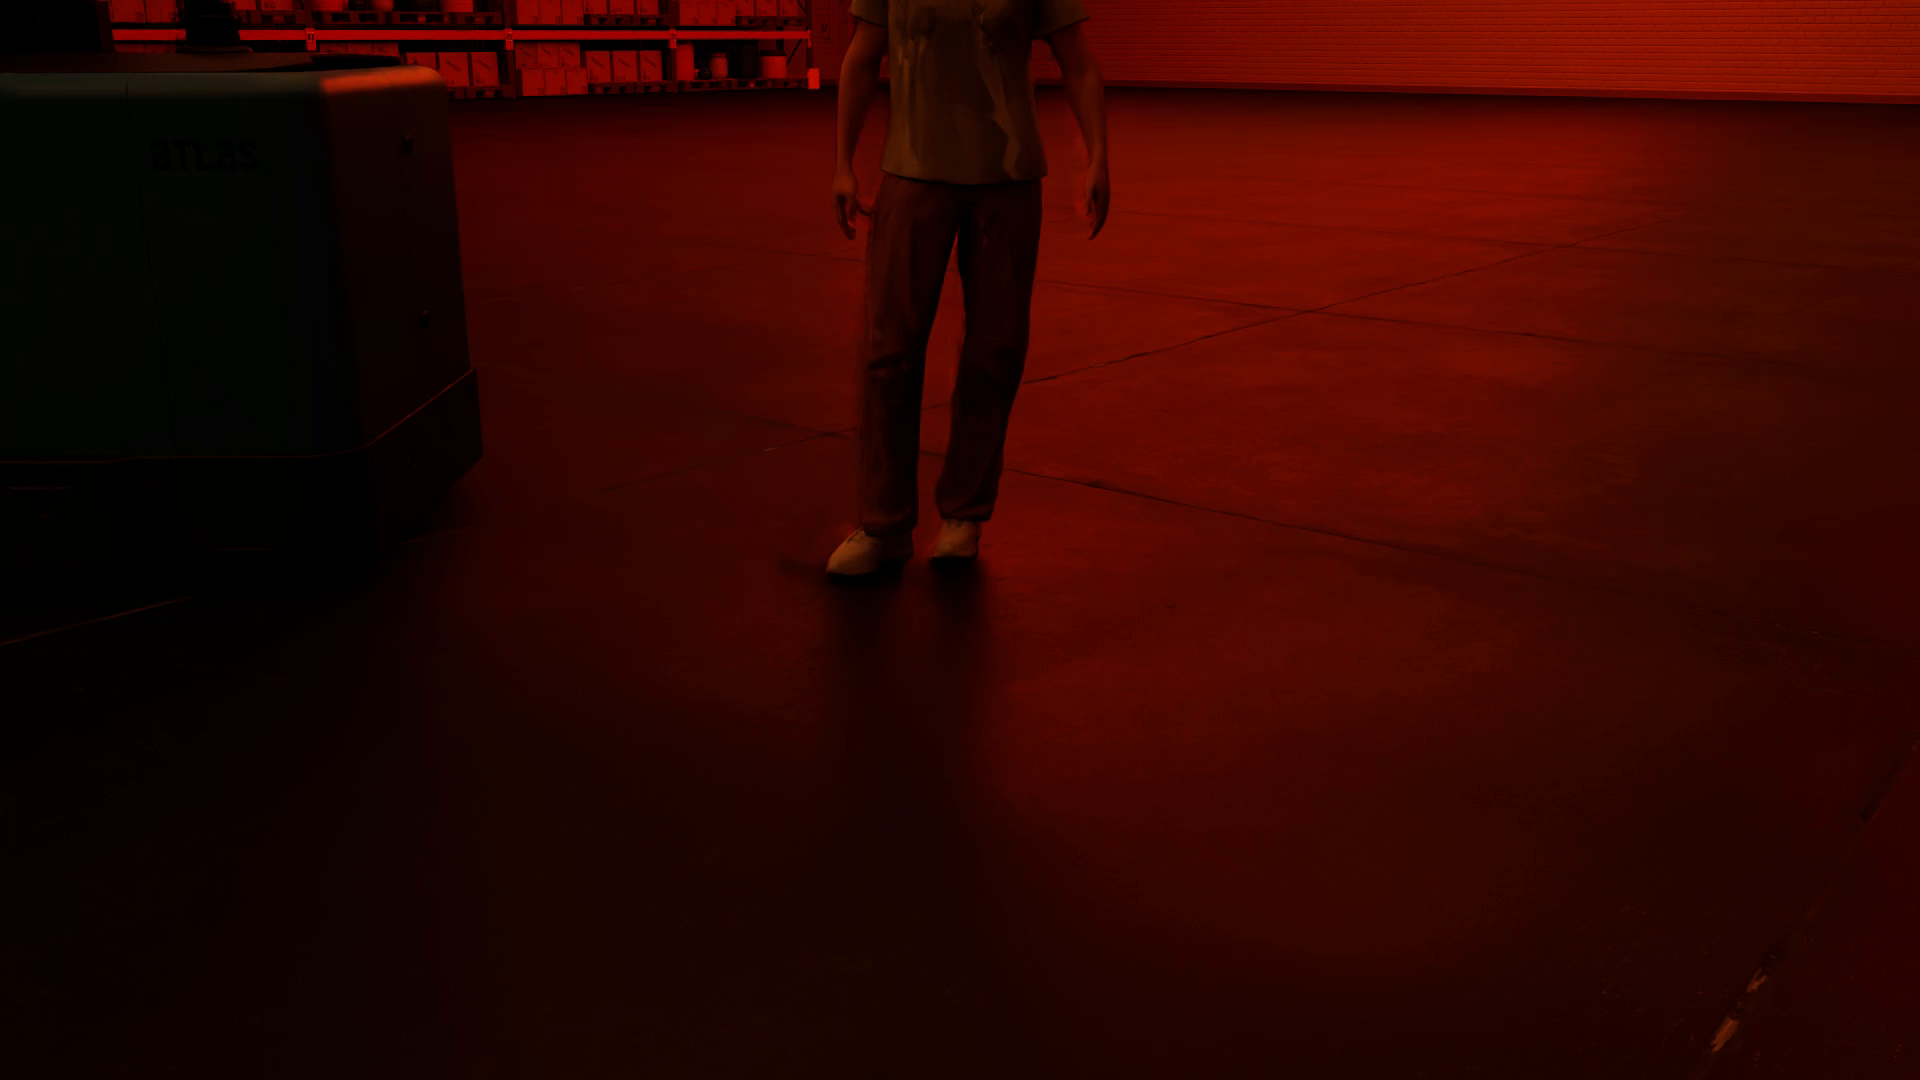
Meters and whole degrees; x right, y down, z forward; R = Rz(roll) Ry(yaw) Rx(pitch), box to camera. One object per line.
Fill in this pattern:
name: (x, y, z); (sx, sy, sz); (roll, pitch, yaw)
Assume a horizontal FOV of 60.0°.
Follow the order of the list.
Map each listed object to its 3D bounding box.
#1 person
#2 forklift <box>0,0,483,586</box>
person: (0.001, -0.759, 3.597); (0.630, 1.663, 0.432); (-2, 17, -6)
forklift: (-2.777, -1.424, 3.587); (3.031, 2.935, 1.130); (0, 17, -1)
